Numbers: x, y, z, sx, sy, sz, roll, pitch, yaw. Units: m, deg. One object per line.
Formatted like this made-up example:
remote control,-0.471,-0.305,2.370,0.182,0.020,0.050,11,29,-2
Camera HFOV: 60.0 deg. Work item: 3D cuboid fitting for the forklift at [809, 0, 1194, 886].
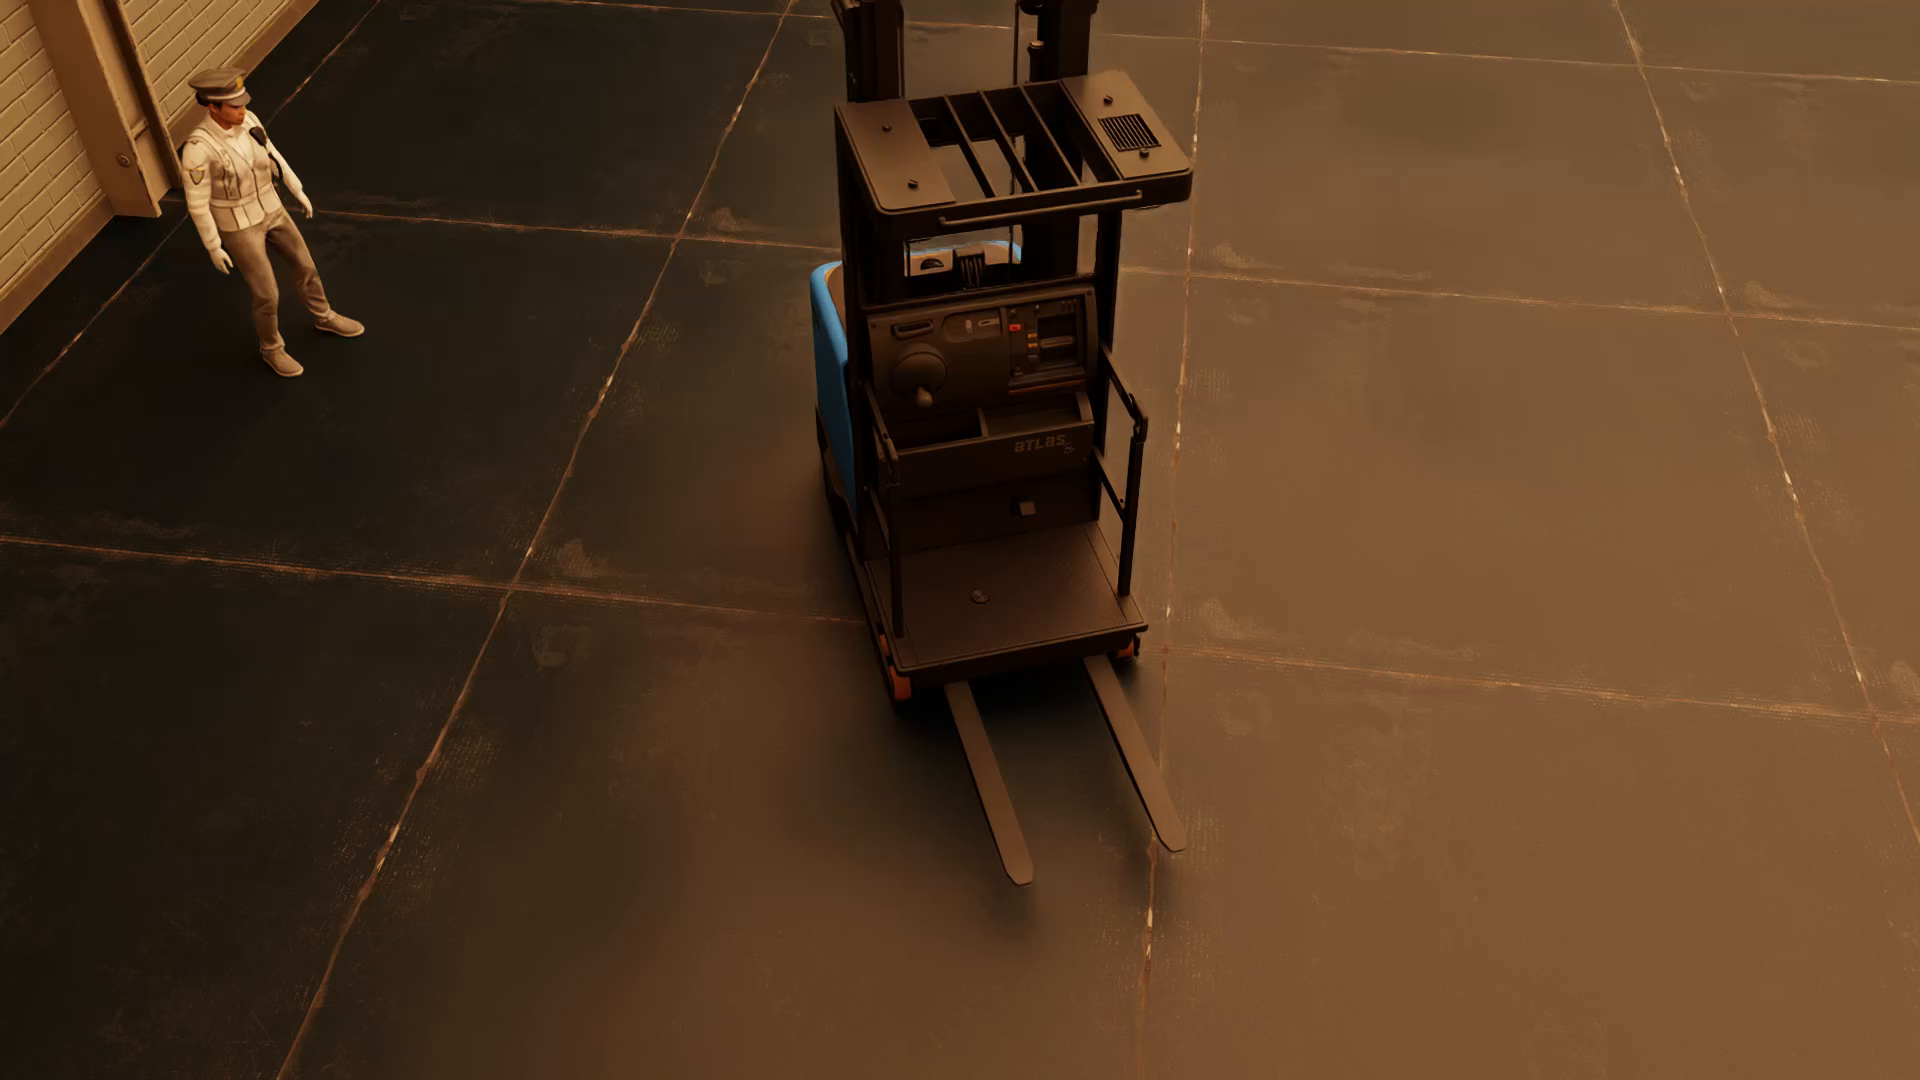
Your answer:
forklift,0.153,-0.681,6.465,1.130,2.935,3.031,-10,44,-11

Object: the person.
person,-3.555,-1.616,8.431,0.388,1.654,0.657,17,45,17
